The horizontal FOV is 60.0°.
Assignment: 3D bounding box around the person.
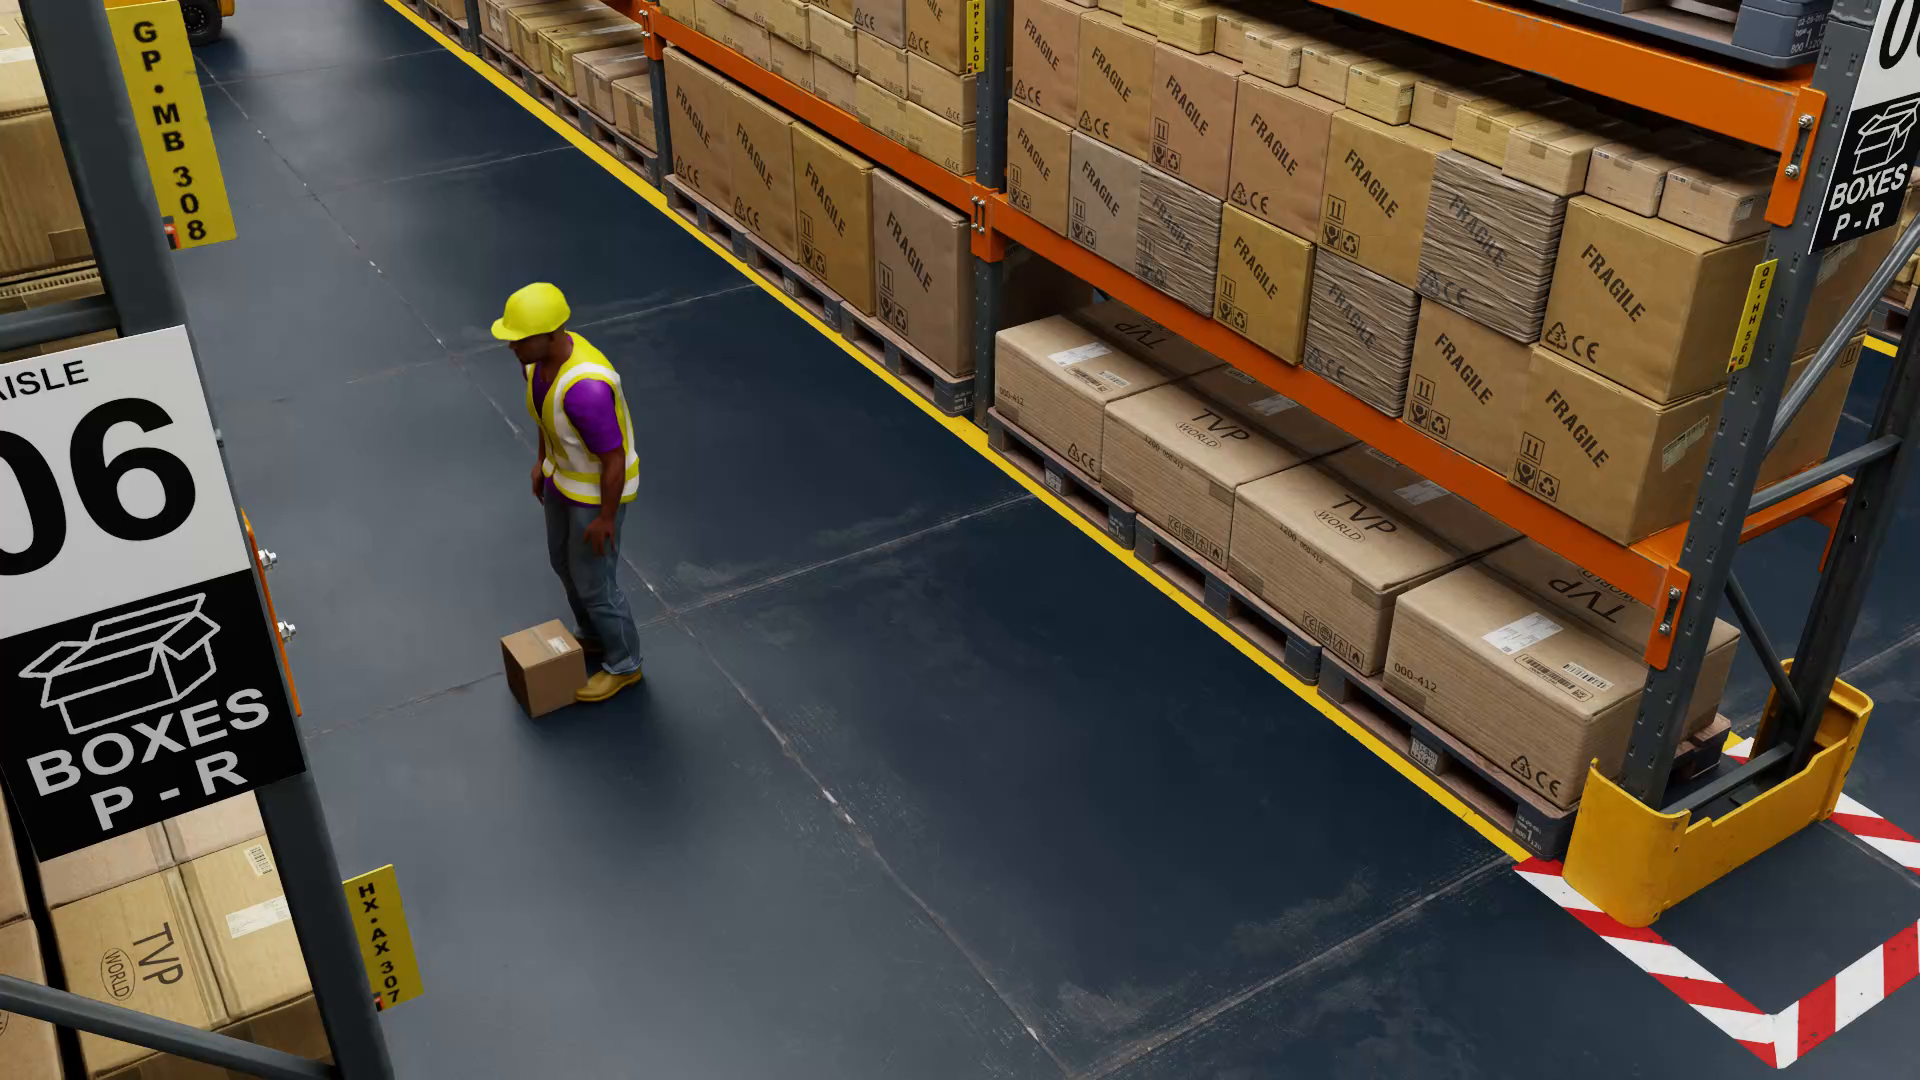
[{"bbox_3d":[-1.481,-0.189,6.420,0.461,1.759,0.628,-21,38,-30],"label":"person"}]
